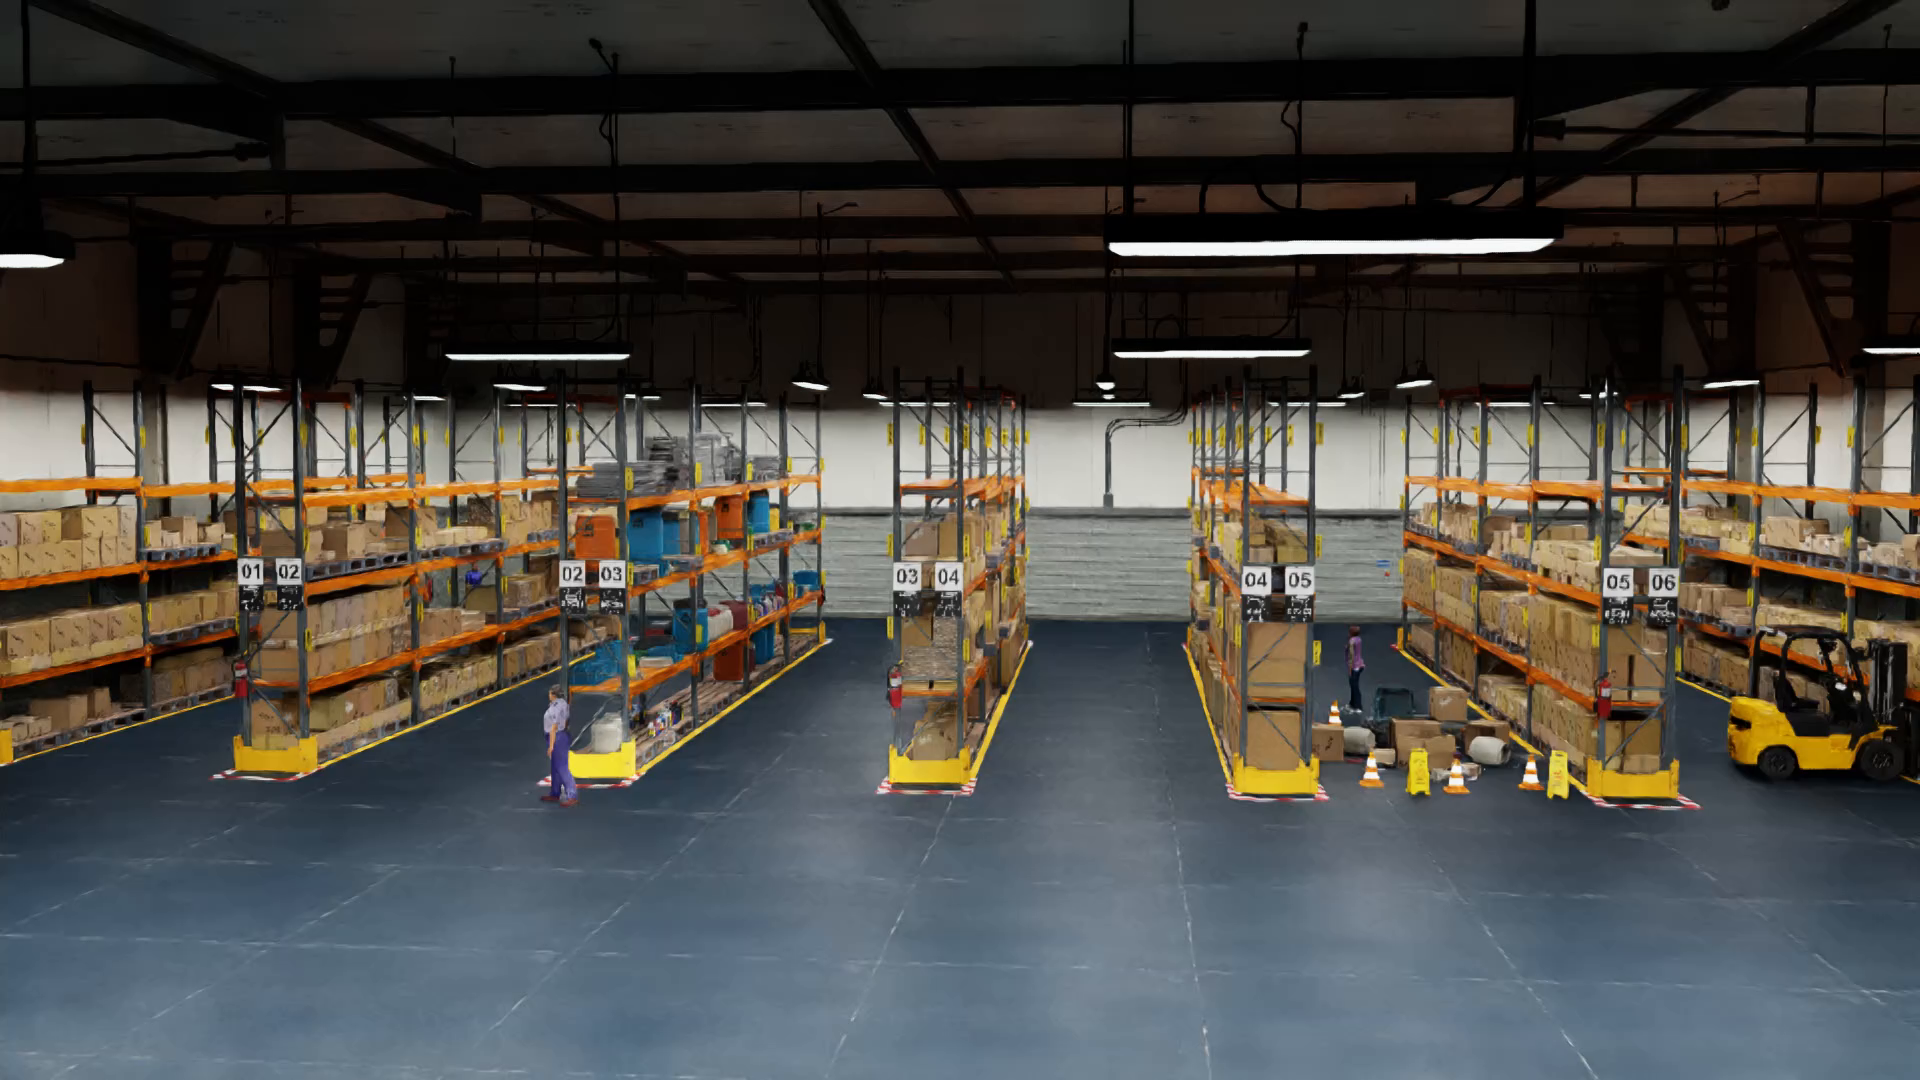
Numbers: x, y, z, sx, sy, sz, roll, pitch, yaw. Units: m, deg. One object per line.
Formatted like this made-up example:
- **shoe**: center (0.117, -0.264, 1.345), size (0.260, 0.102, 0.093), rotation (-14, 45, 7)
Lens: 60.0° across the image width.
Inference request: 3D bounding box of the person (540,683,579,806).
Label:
- **person**: center (-5.493, 2.777, 22.727), size (0.596, 1.624, 0.709), rotation (0, 4, 1)

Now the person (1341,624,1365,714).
- **person**: center (7.104, 2.323, 30.091), size (0.448, 1.599, 0.467), rotation (3, 4, 35)

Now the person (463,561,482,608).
- **person**: center (-13.236, 1.391, 44.917), size (0.646, 1.651, 0.471), rotation (-3, 4, -37)
